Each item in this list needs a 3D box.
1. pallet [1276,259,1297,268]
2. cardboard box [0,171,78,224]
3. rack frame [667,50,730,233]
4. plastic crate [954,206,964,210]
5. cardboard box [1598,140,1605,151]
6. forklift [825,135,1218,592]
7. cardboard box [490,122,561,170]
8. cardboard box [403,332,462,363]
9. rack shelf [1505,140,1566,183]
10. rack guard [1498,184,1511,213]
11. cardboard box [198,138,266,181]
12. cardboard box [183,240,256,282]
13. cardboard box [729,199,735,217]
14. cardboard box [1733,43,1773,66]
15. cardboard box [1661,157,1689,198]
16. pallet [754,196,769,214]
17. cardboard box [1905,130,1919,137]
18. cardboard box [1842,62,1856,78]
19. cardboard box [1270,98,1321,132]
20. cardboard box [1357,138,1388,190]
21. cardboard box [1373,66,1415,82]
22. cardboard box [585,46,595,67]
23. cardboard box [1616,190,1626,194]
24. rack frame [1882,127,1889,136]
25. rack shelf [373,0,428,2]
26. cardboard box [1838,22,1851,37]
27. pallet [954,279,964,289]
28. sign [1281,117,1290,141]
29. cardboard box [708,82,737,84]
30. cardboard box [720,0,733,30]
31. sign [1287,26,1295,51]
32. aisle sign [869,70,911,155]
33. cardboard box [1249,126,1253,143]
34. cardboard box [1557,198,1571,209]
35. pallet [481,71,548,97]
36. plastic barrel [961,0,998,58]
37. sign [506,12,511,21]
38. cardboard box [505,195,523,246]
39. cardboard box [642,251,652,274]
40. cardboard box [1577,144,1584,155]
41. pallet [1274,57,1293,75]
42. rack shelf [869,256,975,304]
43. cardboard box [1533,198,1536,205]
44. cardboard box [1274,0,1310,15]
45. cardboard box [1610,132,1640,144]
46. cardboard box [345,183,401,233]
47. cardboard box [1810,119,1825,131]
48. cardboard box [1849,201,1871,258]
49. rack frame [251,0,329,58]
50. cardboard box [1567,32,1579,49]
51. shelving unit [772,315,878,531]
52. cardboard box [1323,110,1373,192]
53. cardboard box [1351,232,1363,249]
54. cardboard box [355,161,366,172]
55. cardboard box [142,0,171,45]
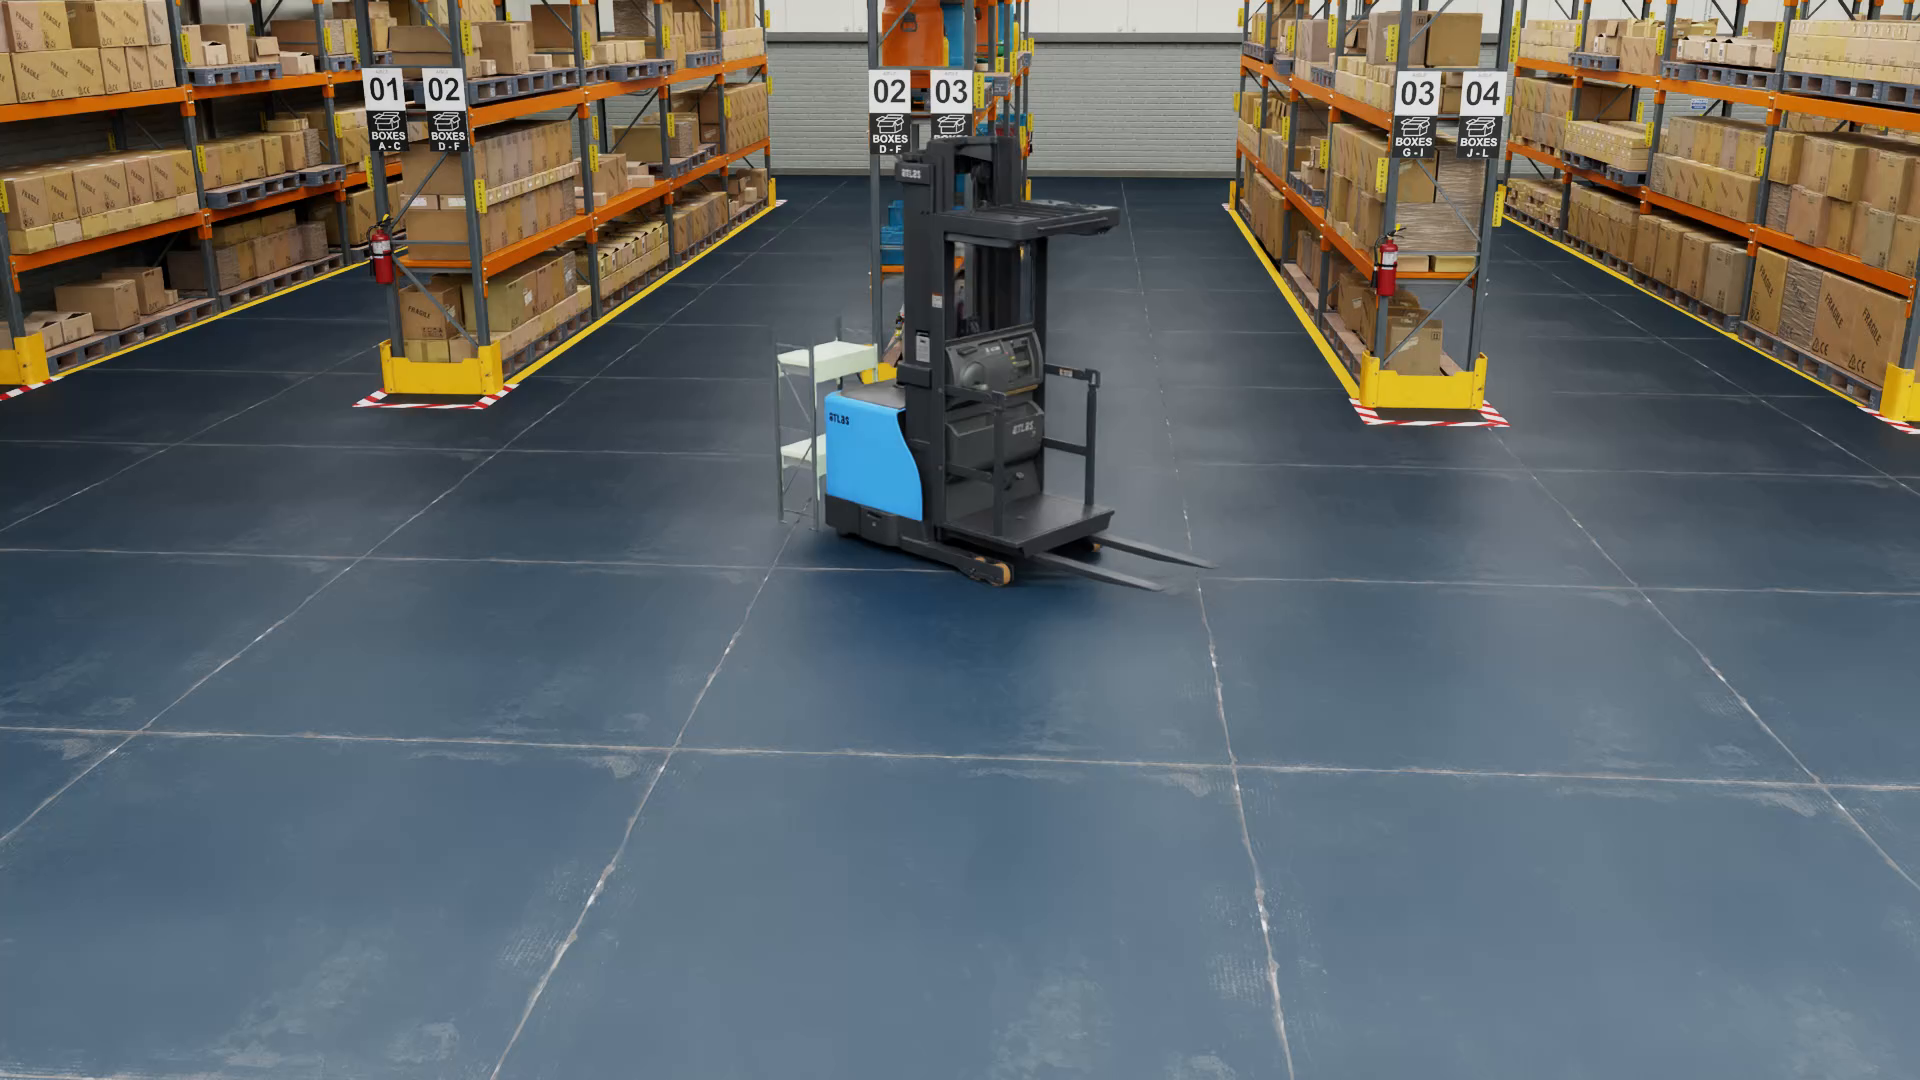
[{"bbox_3d":[5.277,-4.156,24.767,1.003,0.211,1.213,1,18,4],"label":"pallet"},{"bbox_3d":[-9.870,-3.674,17.823,0.500,0.500,0.500,1,18,4],"label":"cardboard box"},{"bbox_3d":[-4.448,-6.702,28.060,1.000,3.000,0.127,1,18,4],"label":"rack frame"},{"bbox_3d":[0.110,-3.685,19.092,0.499,0.251,0.616,1,18,4],"label":"plastic crate"},{"bbox_3d":[9.757,-5.881,24.806,0.380,0.149,0.250,2,18,5],"label":"cardboard box"},{"bbox_3d":[0.404,-1.251,11.534,3.031,2.935,1.130,16,24,40],"label":"forklift"},{"bbox_3d":[-5.082,-4.587,19.360,0.700,0.500,0.500,1,18,4],"label":"cardboard box"},{"bbox_3d":[-5.565,-2.041,17.577,0.500,0.250,0.500,1,18,4],"label":"cardboard box"},{"bbox_3d":[10.516,-6.617,28.956,1.077,0.370,4.000,1,18,4],"label":"rack shelf"},{"bbox_3d":[10.654,-6.369,31.057,1.175,0.500,0.348,1,18,4],"label":"rack guard"},{"bbox_3d":[-9.829,-5.120,22.363,0.700,0.500,0.500,4,19,11],"label":"cardboard box"},{"bbox_3d":[-9.940,-3.739,22.324,0.700,0.500,0.500,1,18,3],"label":"cardboard box"},{"bbox_3d":[-4.202,-5.759,28.793,0.500,0.311,0.500,1,18,4],"label":"cardboard box"},{"bbox_3d":[9.668,-5.843,20.026,0.500,0.250,0.500,1,18,3],"label":"cardboard box"},{"bbox_3d":[9.750,-4.852,22.252,0.500,0.500,0.500,1,18,3],"label":"cardboard box"},{"bbox_3d":[-4.223,-6.348,31.458,1.003,0.211,1.213,1,18,4],"label":"pallet"},{"bbox_3d":[14.990,-6.493,25.654,0.500,0.500,0.500,1,18,4],"label":"cardboard box"},{"bbox_3d":[9.325,-4.828,17.093,0.380,0.149,0.250,2,18,5],"label":"cardboard box"},{"bbox_3d":[5.395,-6.806,26.604,0.797,0.503,0.637,1,18,2],"label":"cardboard box"},{"bbox_3d":[4.433,-3.904,17.276,0.500,0.500,0.500,1,18,4],"label":"cardboard box"},{"bbox_3d":[4.321,-4.634,16.531,0.380,0.149,0.250,1,18,4],"label":"cardboard box"},{"bbox_3d":[-4.931,-6.133,21.072,0.500,0.250,0.500,0,18,-1],"label":"cardboard box"},{"bbox_3d":[10.521,-5.310,25.946,0.500,0.250,0.500,2,18,7],"label":"cardboard box"},{"bbox_3d":[15.317,-6.259,26.707,1.000,3.000,0.127,1,18,4],"label":"rack frame"},{"bbox_3d":[-9.246,-9.752,29.530,1.077,0.370,4.000,1,18,4],"label":"rack shelf"},{"bbox_3d":[9.344,-5.284,17.204,0.380,0.149,0.250,1,18,4],"label":"cardboard box"},{"bbox_3d":[0.021,-3.405,22.477,1.003,0.211,1.213,1,18,4],"label":"pallet"},{"bbox_3d":[4.592,-5.799,23.445,0.100,0.325,0.005,1,18,4],"label":"sign"},{"bbox_3d":[-4.456,-8.335,31.278,0.500,0.500,0.500,2,18,6],"label":"cardboard box"},{"bbox_3d":[-4.274,-8.954,28.349,0.700,0.500,0.500,1,18,4],"label":"cardboard box"},{"bbox_3d":[4.593,-6.961,23.076,0.100,0.325,0.005,1,18,4],"label":"sign"},{"bbox_3d":[-0.670,-4.083,15.892,0.394,0.787,0.004,1,18,4],"label":"aisle sign"},{"bbox_3d":[5.273,-7.012,28.770,0.500,0.250,0.500,2,18,5],"label":"cardboard box"},{"bbox_3d":[10.138,-5.582,27.589,0.380,0.149,0.250,2,18,5],"label":"cardboard box"},{"bbox_3d":[-5.147,-4.958,18.061,1.003,0.211,1.213,1,18,4],"label":"pallet"},{"bbox_3d":[0.249,-7.354,23.866,0.600,0.830,0.708,1,18,4],"label":"plastic barrel"},{"bbox_3d":[-8.562,-9.846,31.543,0.100,0.325,0.005,1,18,4],"label":"sign"},{"bbox_3d":[-5.188,-3.485,18.080,0.700,0.500,0.500,1,18,4],"label":"cardboard box"},{"bbox_3d":[-4.602,-3.868,23.151,0.500,0.250,0.500,2,18,5],"label":"cardboard box"},{"bbox_3d":[9.830,-6.064,25.842,0.380,0.149,0.250,1,18,4],"label":"cardboard box"},{"bbox_3d":[5.139,-6.774,23.766,1.213,0.211,1.003,2,18,6],"label":"pallet"},{"bbox_3d":[-0.225,-3.143,18.353,1.077,0.370,4.000,1,18,4],"label":"rack shelf"},{"bbox_3d":[10.331,-6.001,29.345,0.380,0.149,0.250,2,18,7],"label":"cardboard box"},{"bbox_3d":[5.506,-8.848,27.592,0.500,0.250,0.500,0,18,0],"label":"cardboard box"},{"bbox_3d":[9.718,-5.863,24.273,0.380,0.149,0.250,2,18,6],"label":"cardboard box"},{"bbox_3d":[-9.423,-5.245,26.390,0.750,0.750,0.750,1,18,4],"label":"cardboard box"},{"bbox_3d":[15.220,-7.091,29.085,0.500,0.500,0.500,1,18,4],"label":"cardboard box"},{"bbox_3d":[9.676,-3.141,16.950,0.875,0.550,0.550,1,18,4],"label":"cardboard box"},{"bbox_3d":[-9.676,-8.420,23.668,1.000,3.000,0.127,1,18,4],"label":"rack frame"},{"bbox_3d":[10.152,-8.079,26.881,0.500,0.250,0.500,0,18,1],"label":"cardboard box"},{"bbox_3d":[-1.017,-0.909,12.789,0.431,1.500,0.755,13,22,35],"label":"shelving unit"},{"bbox_3d":[5.055,-4.724,20.384,1.000,1.000,1.000,1,18,4],"label":"cardboard box"},{"bbox_3d":[4.389,-3.195,17.760,0.380,0.149,0.250,1,18,4],"label":"cardboard box"},{"bbox_3d":[-9.291,-5.715,25.419,0.380,0.149,0.250,2,18,6],"label":"cardboard box"},{"bbox_3d":[-9.728,-6.123,19.676,0.500,0.500,0.500,0,18,-1],"label":"cardboard box"}]
